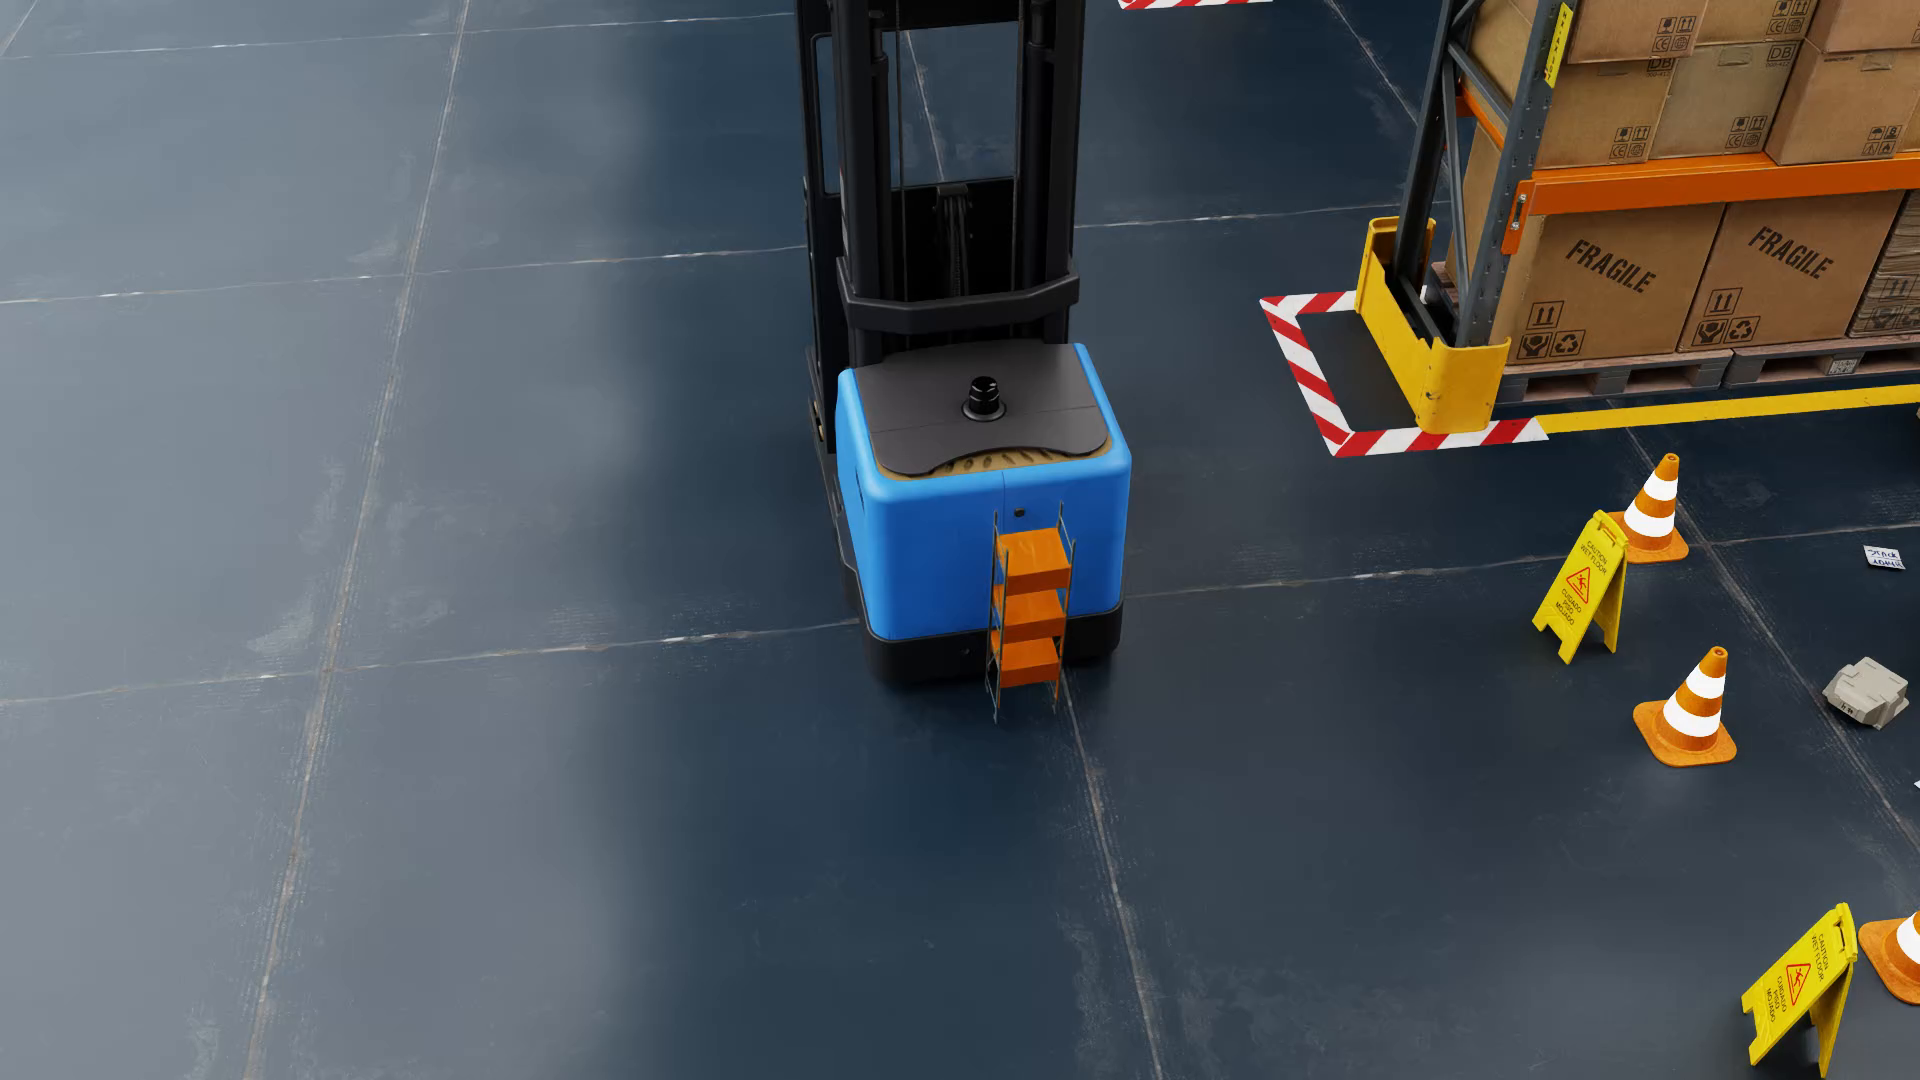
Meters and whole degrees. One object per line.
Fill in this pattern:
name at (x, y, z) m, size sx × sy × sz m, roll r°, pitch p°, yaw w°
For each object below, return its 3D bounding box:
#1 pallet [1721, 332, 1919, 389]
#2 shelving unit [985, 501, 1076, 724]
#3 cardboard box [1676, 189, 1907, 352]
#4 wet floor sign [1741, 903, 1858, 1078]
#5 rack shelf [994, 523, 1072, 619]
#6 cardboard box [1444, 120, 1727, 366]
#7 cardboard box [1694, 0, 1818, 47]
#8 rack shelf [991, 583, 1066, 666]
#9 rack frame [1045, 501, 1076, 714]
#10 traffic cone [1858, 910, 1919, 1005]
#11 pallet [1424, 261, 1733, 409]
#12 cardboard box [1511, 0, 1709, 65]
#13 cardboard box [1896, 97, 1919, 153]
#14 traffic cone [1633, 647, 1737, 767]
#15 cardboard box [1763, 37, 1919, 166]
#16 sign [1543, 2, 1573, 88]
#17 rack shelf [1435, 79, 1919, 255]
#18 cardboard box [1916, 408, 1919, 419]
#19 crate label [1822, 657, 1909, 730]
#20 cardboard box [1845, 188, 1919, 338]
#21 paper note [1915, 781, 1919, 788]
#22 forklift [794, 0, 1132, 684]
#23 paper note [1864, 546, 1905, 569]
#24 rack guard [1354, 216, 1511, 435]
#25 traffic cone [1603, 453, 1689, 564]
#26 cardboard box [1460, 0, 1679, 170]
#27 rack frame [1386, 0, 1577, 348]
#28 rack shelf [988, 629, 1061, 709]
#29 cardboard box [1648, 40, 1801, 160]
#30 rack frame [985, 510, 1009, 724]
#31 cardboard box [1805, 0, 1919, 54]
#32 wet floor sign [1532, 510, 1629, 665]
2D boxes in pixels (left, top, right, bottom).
pallet at (4.347, -1.212, 8.651) m, size 1.213 × 0.211 × 1.003 m, roll -5°, pitch 42°, yaw -6°
shelving unit at (0.256, 0.297, 6.337) m, size 0.252 × 1.050 × 0.215 m, roll -8°, pitch 49°, yaw -9°
cardboard box at (3.894, -1.570, 8.238) m, size 0.875 × 0.875 × 0.875 m, roll -6°, pitch 42°, yaw -6°
wet floor sign at (2.772, 1.437, 5.390) m, size 0.232 × 0.644 × 0.267 m, roll 8°, pitch 43°, yaw 9°
rack shelf at (0.262, 0.116, 6.133) m, size 0.240 × 0.259 × 0.215 m, roll -8°, pitch 49°, yaw -9°
cardboard box at (3.021, -1.492, 8.152) m, size 0.875 × 0.875 × 0.875 m, roll -5°, pitch 42°, yaw -5°
cardboard box at (3.264, -2.594, 7.183) m, size 0.550 × 0.550 × 0.875 m, roll -5°, pitch 42°, yaw -6°
rack shelf at (0.256, 0.304, 6.345) m, size 0.240 × 0.259 × 0.215 m, roll -8°, pitch 49°, yaw -9°
rack frame at (0.376, 0.280, 6.356) m, size 0.008 × 1.050 × 0.200 m, roll -8°, pitch 49°, yaw -9°
traffic cone at (3.359, 1.305, 5.673) m, size 0.334 × 0.463 × 0.336 m, roll -5°, pitch 42°, yaw -6°
pallet at (3.140, -1.108, 8.536) m, size 1.213 × 0.211 × 1.003 m, roll -5°, pitch 42°, yaw -6°
cardboard box at (2.730, -2.485, 7.063) m, size 0.550 × 0.550 × 0.875 m, roll -5°, pitch 42°, yaw -6°
cardboard box at (4.354, -2.241, 7.598) m, size 0.500 × 0.550 × 0.875 m, roll -5°, pitch 42°, yaw -6°
traffic cone at (2.878, 0.597, 6.458) m, size 0.334 × 0.463 × 0.336 m, roll -5°, pitch 42°, yaw -6°
cardboard box at (3.834, -2.167, 7.517) m, size 0.550 × 0.550 × 0.875 m, roll -5°, pitch 42°, yaw -6°
sign at (2.424, -2.004, 6.742) m, size 0.005 × 0.325 × 0.100 m, roll -5°, pitch 42°, yaw -6°
rack shelf at (4.341, -1.929, 7.901) m, size 4.000 × 0.370 × 1.077 m, roll -5°, pitch 42°, yaw -6°
cardboard box at (4.918, -0.626, 7.784) m, size 0.500 × 0.500 × 0.500 m, roll 2°, pitch 42°, yaw 2°
crate label at (3.649, 0.609, 6.688) m, size 0.298 × 0.136 × 0.250 m, roll -27°, pitch 49°, yaw -27°
cardboard box at (4.798, -1.647, 8.325) m, size 0.875 × 0.875 × 0.875 m, roll -5°, pitch 42°, yaw -5°
paper note at (3.779, 0.955, 6.383) m, size 0.142 × 0.019 × 0.148 m, roll -19°, pitch 45°, yaw -20°
forklift at (-0.119, -1.503, 6.943) m, size 1.130 × 2.935 × 3.031 m, roll -7°, pitch 43°, yaw -8°
paper note at (4.091, 0.076, 7.359) m, size 0.142 × 0.017 × 0.144 m, roll 8°, pitch 43°, yaw 9°
rack guard at (2.334, -1.092, 8.302) m, size 0.348 × 0.500 × 1.175 m, roll -5°, pitch 42°, yaw -6°
traffic cone at (3.068, -0.183, 7.323) m, size 0.334 × 0.463 × 0.336 m, roll -5°, pitch 42°, yaw -6°
cardboard box at (2.720, -2.140, 7.486) m, size 0.550 × 0.550 × 0.875 m, roll -5°, pitch 42°, yaw -6°
rack frame at (2.358, -2.022, 7.467) m, size 0.127 × 3.000 × 1.000 m, roll -5°, pitch 42°, yaw -6°
rack shelf at (0.250, 0.488, 6.553) m, size 0.240 × 0.259 × 0.215 m, roll -8°, pitch 49°, yaw -9°
cardboard box at (3.262, -2.202, 7.555) m, size 0.550 × 0.550 × 0.875 m, roll -5°, pitch 42°, yaw -6°
rack frame at (0.137, 0.314, 6.319) m, size 0.008 × 1.050 × 0.200 m, roll -8°, pitch 49°, yaw -9°
cardboard box at (3.837, -2.553, 7.137) m, size 0.550 × 0.550 × 0.875 m, roll -5°, pitch 42°, yaw -6°
wet floor sign at (2.586, 0.170, 6.795) m, size 0.232 × 0.644 × 0.267 m, roll -12°, pitch 43°, yaw -13°
